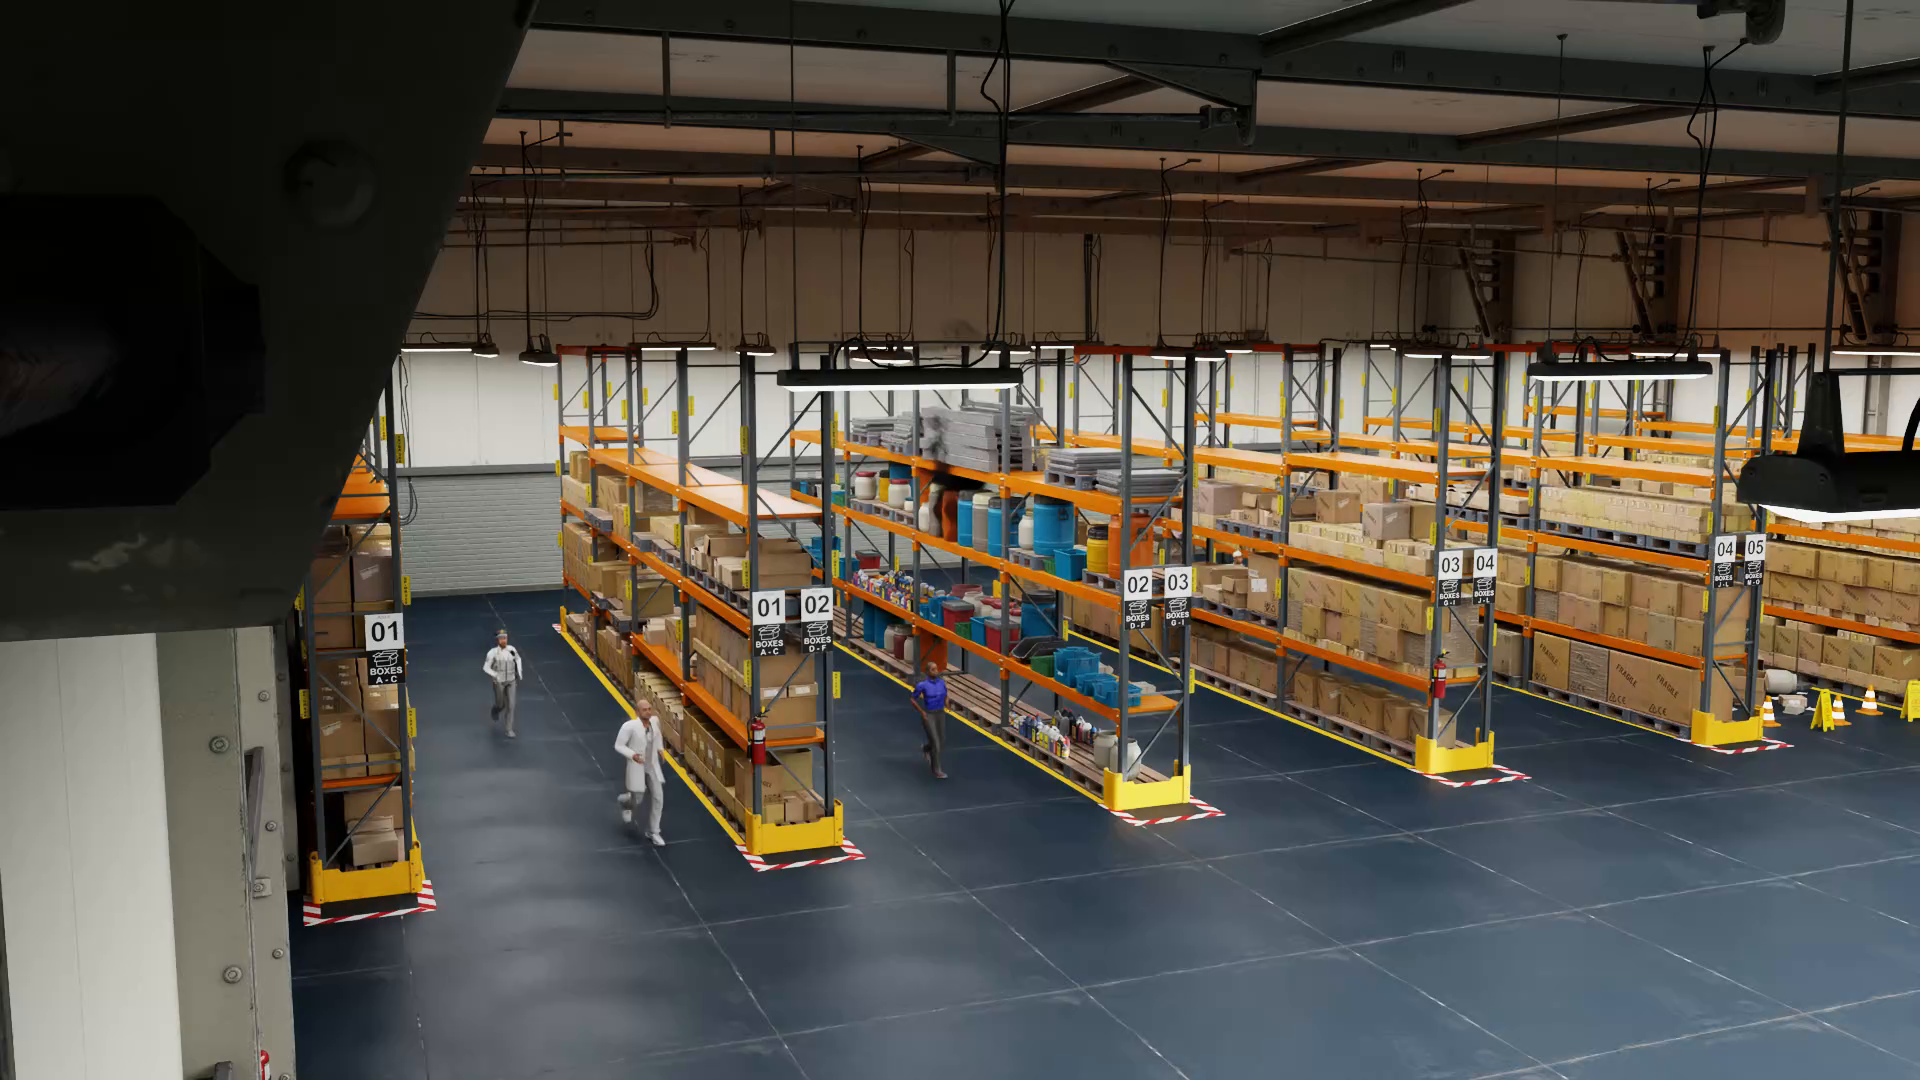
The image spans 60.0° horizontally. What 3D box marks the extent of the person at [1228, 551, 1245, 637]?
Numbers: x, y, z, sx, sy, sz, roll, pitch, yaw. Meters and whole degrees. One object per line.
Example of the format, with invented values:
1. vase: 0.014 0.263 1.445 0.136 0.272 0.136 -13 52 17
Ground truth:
1. person: 5.677 1.089 34.503 0.682 1.767 0.884 -4 9 -31

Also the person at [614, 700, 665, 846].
1. person: -3.976 2.853 20.738 0.722 1.778 1.017 -6 9 -39

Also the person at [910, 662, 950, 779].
1. person: -0.409 2.532 23.657 0.585 1.615 0.759 -5 9 -33

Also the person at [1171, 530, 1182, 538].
1. person: 5.339 0.297 41.430 0.529 1.532 0.520 5 9 36

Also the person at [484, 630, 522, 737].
1. person: -7.120 2.211 26.031 0.632 1.661 0.861 -4 8 -30
